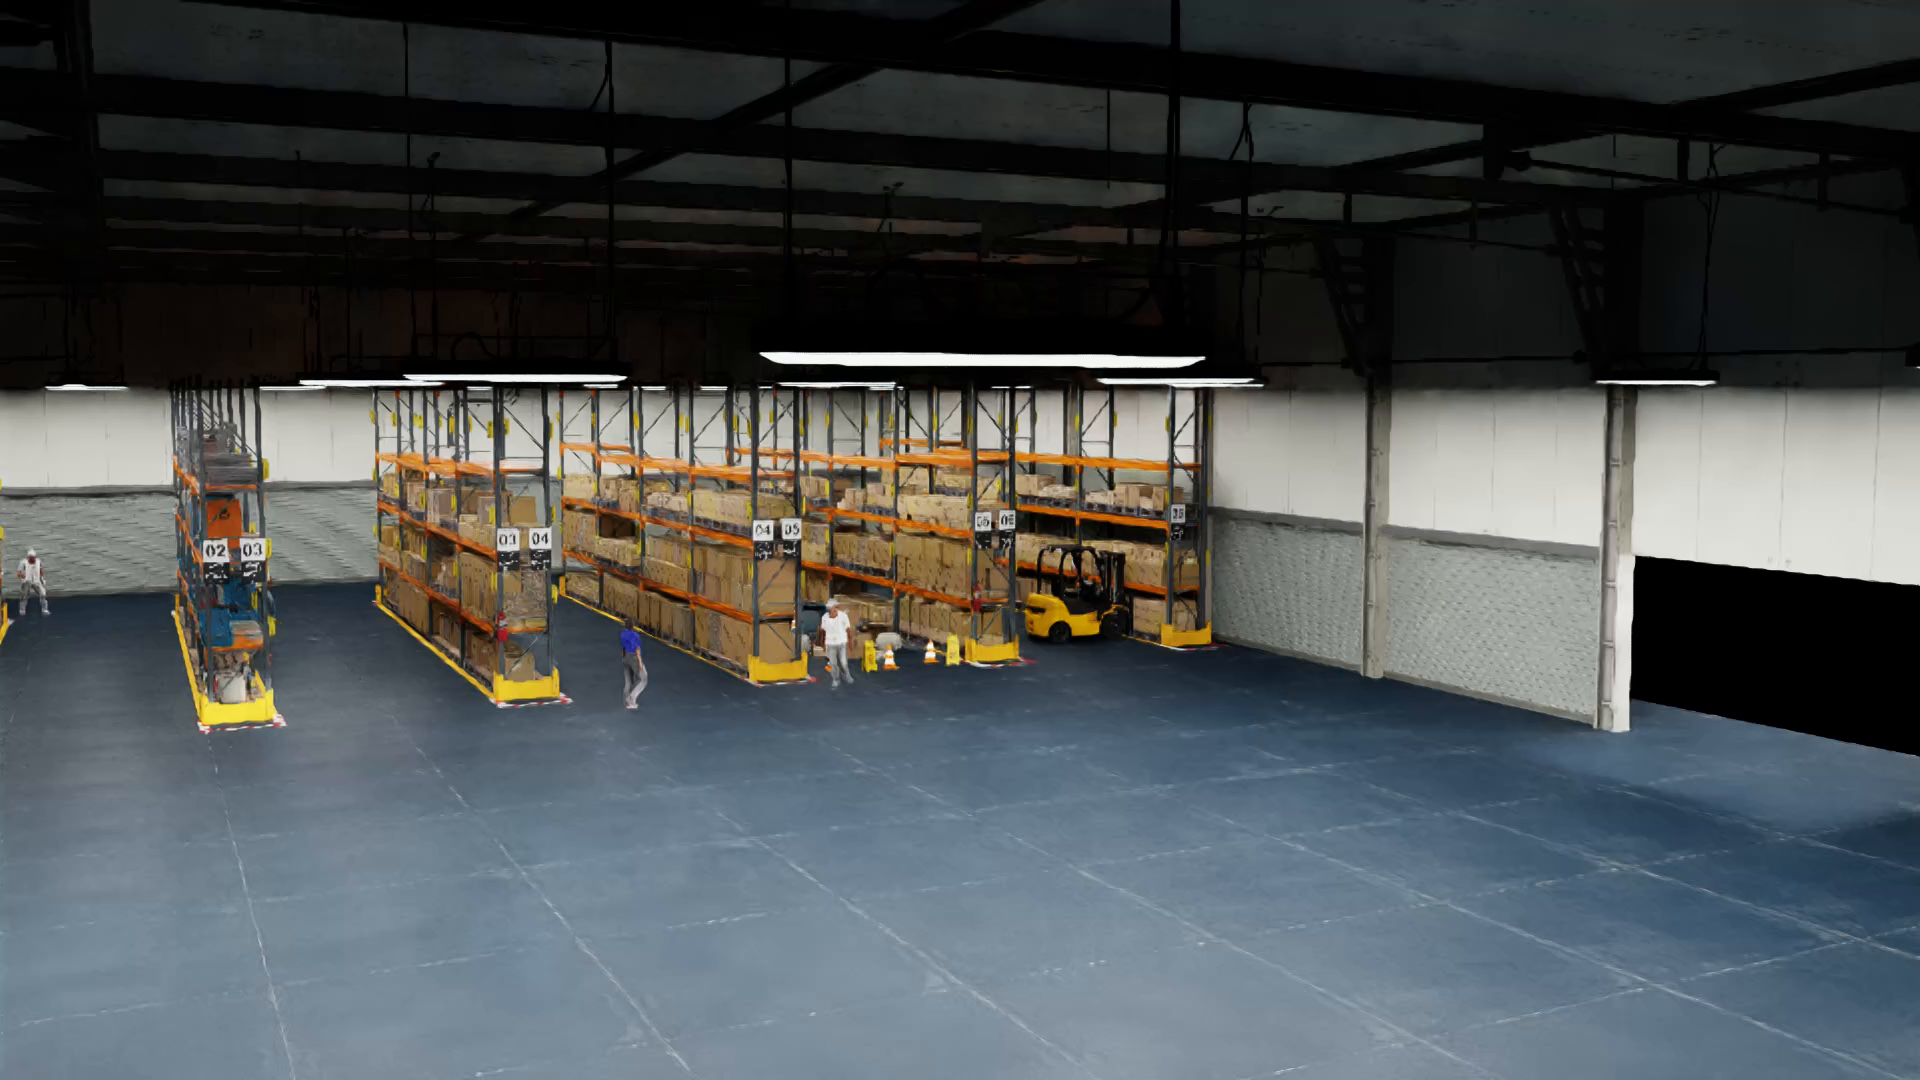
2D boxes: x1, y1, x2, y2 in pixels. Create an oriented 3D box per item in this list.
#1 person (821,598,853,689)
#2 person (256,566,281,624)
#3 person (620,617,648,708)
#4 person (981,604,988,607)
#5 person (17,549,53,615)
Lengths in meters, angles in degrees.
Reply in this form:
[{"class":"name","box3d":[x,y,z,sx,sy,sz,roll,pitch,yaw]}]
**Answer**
[{"class":"person","box3d":[-2.382,1.990,32.189,0.615,1.760,0.577,1,5,10]},{"class":"person","box3d":[-17.215,1.232,40.902,0.828,1.702,0.704,5,7,44]},{"class":"person","box3d":[-5.941,2.227,30.059,0.501,1.656,0.422,4,6,35]},{"class":"person","box3d":[0.412,1.009,42.851,0.636,1.774,0.684,0,5,-1]},{"class":"person","box3d":[-23.762,1.072,42.552,0.685,1.712,0.835,-5,7,-45]}]
